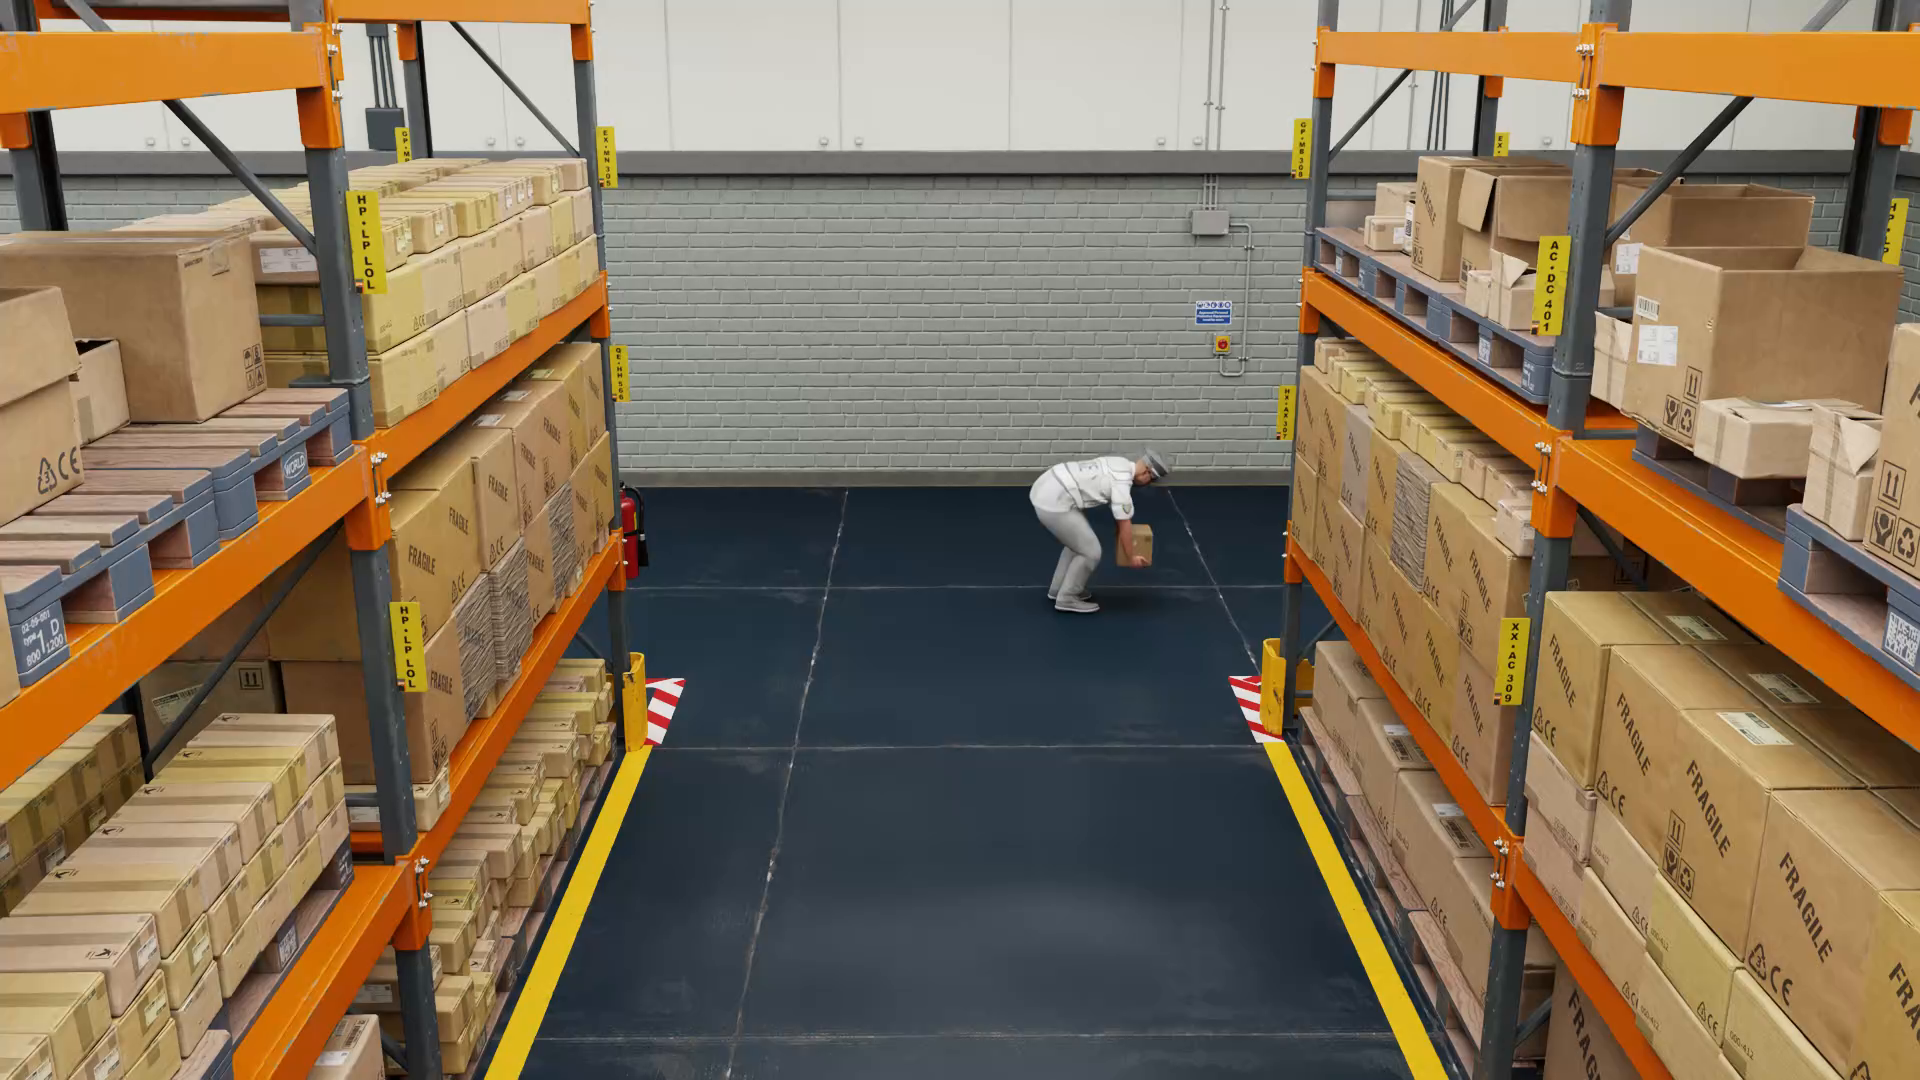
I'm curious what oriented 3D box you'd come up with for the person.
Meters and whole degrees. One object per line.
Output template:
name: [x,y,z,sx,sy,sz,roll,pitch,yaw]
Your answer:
person: [1.028,-0.084,12.269,1.026,1.193,0.513,-1,17,-3]
